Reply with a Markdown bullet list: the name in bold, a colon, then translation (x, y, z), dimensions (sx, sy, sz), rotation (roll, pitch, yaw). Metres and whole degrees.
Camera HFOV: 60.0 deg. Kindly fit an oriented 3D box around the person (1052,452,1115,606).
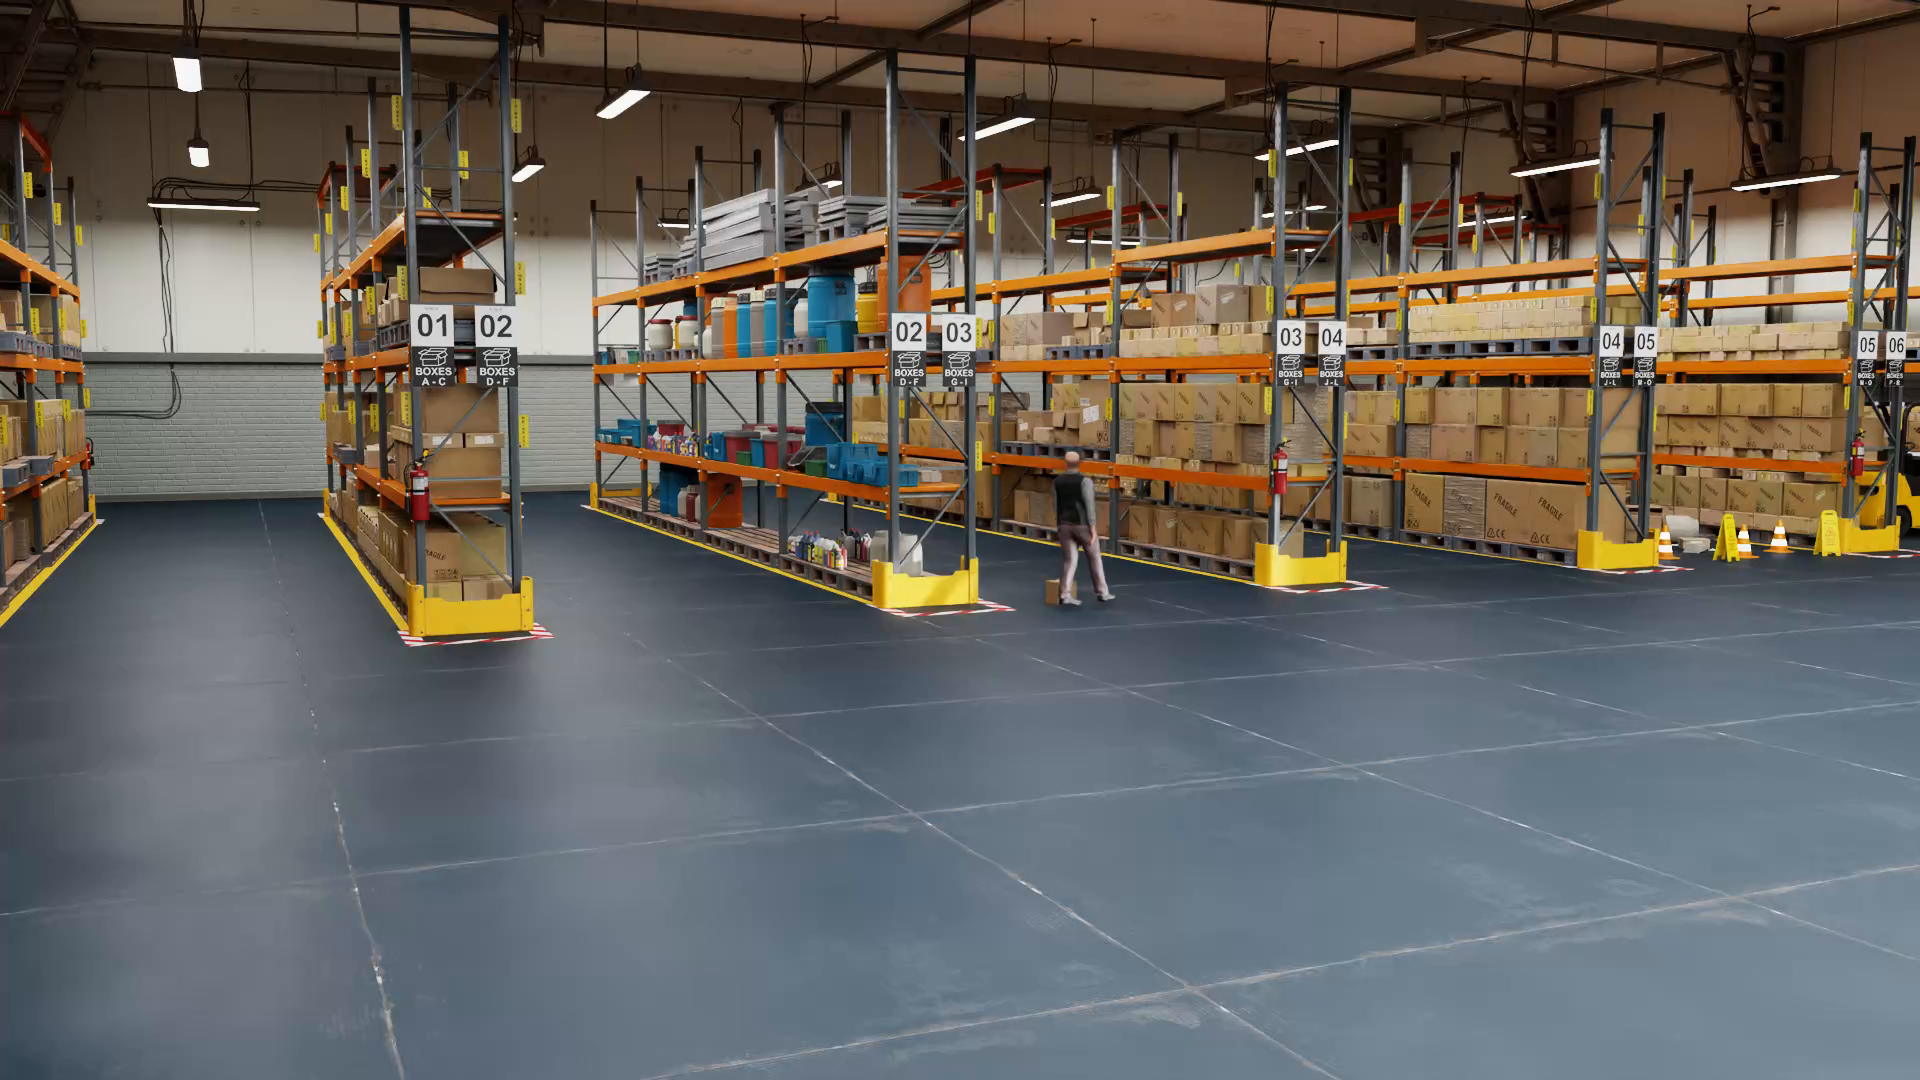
- **person**: translation (1.303, -0.142, 18.330), dimensions (0.575, 1.667, 0.913), rotation (3, 6, 28)
